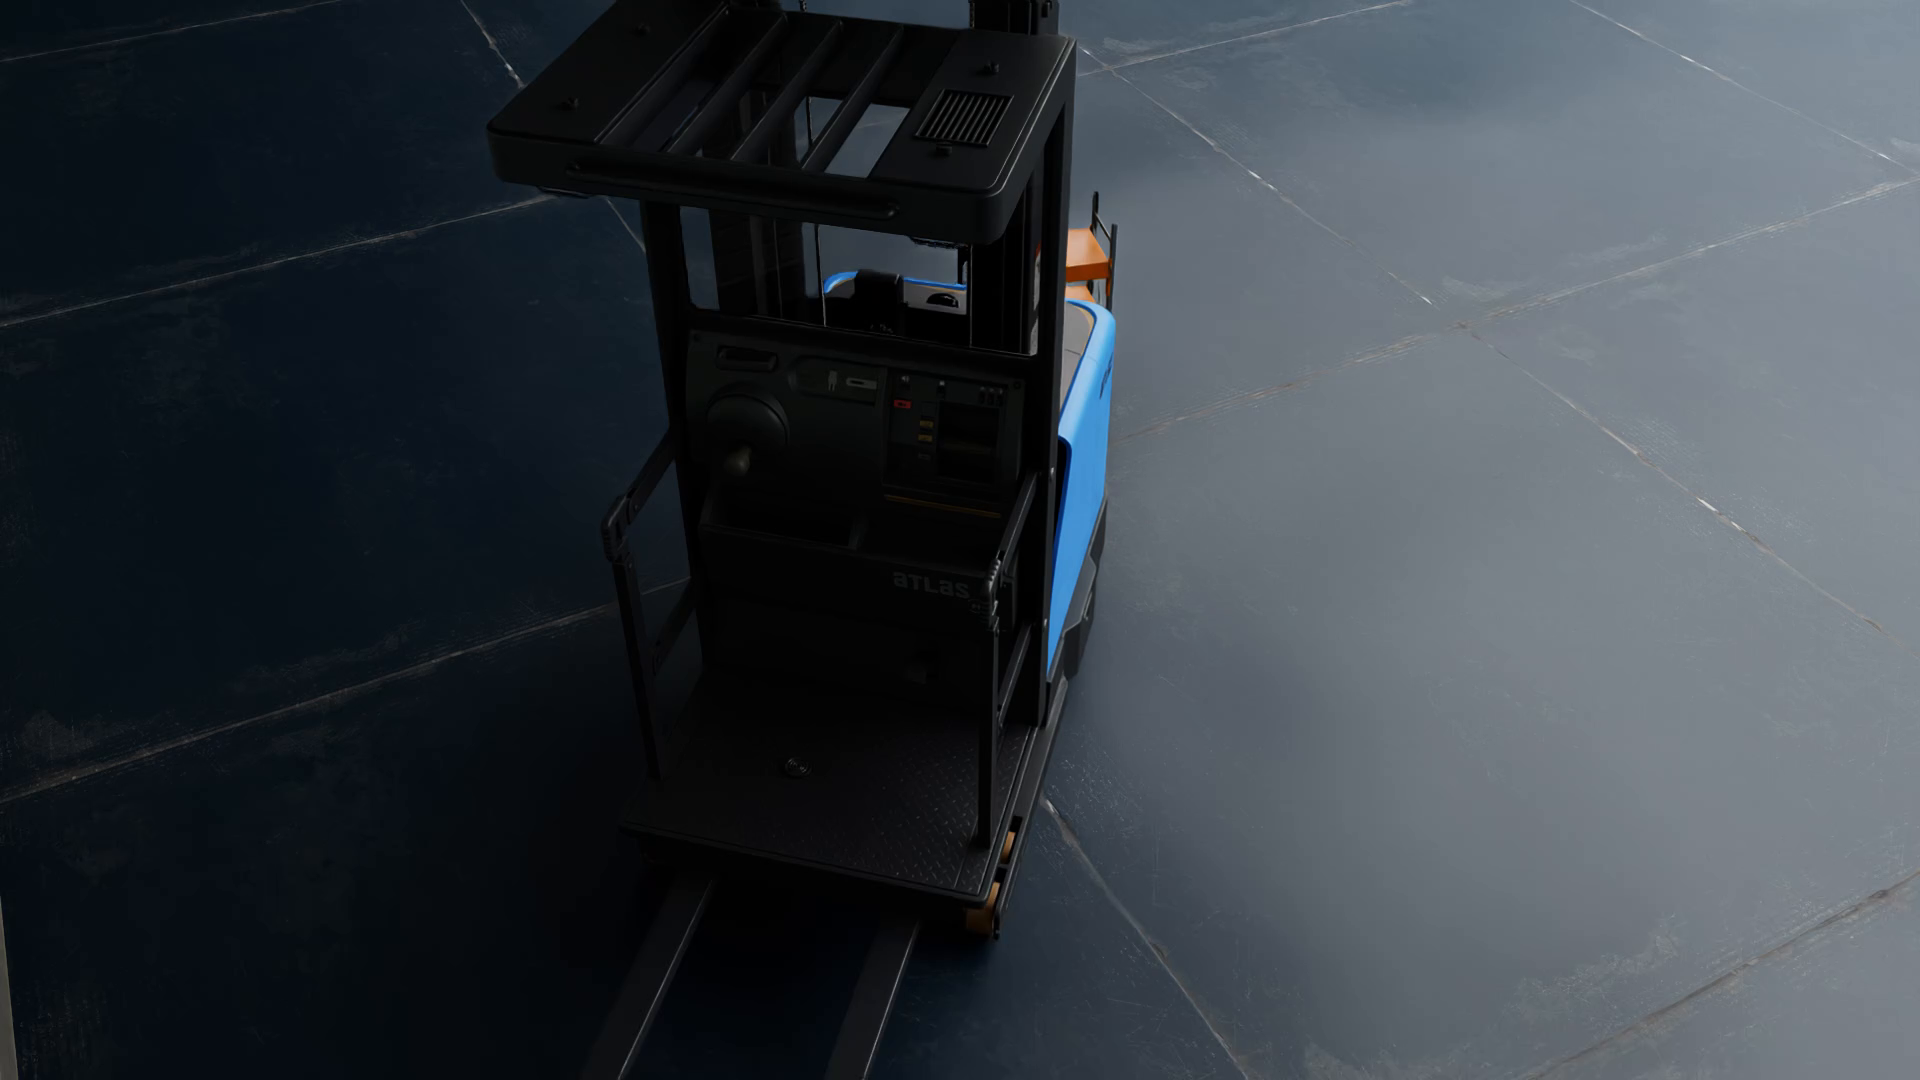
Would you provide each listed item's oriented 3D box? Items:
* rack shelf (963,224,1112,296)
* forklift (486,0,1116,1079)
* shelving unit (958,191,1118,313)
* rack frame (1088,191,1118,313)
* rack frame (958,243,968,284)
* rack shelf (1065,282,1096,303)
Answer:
[{"bbox_3d":[0.265,-0.956,5.843,0.480,0.148,0.258,-9,41,-10],"label":"rack shelf"},{"bbox_3d":[-0.338,-0.243,4.268,1.130,2.935,3.031,10,41,11],"label":"forklift"},{"bbox_3d":[0.265,-0.656,6.097,0.503,1.200,0.258,-9,41,-10],"label":"shelving unit"},{"bbox_3d":[0.503,-0.692,6.139,0.015,1.200,0.240,-9,41,-10],"label":"rack frame"},{"bbox_3d":[0.027,-0.620,6.054,0.015,1.200,0.240,-9,41,-10],"label":"rack frame"},{"bbox_3d":[0.265,-0.776,5.995,0.480,0.148,0.258,-9,41,-10],"label":"rack shelf"}]
